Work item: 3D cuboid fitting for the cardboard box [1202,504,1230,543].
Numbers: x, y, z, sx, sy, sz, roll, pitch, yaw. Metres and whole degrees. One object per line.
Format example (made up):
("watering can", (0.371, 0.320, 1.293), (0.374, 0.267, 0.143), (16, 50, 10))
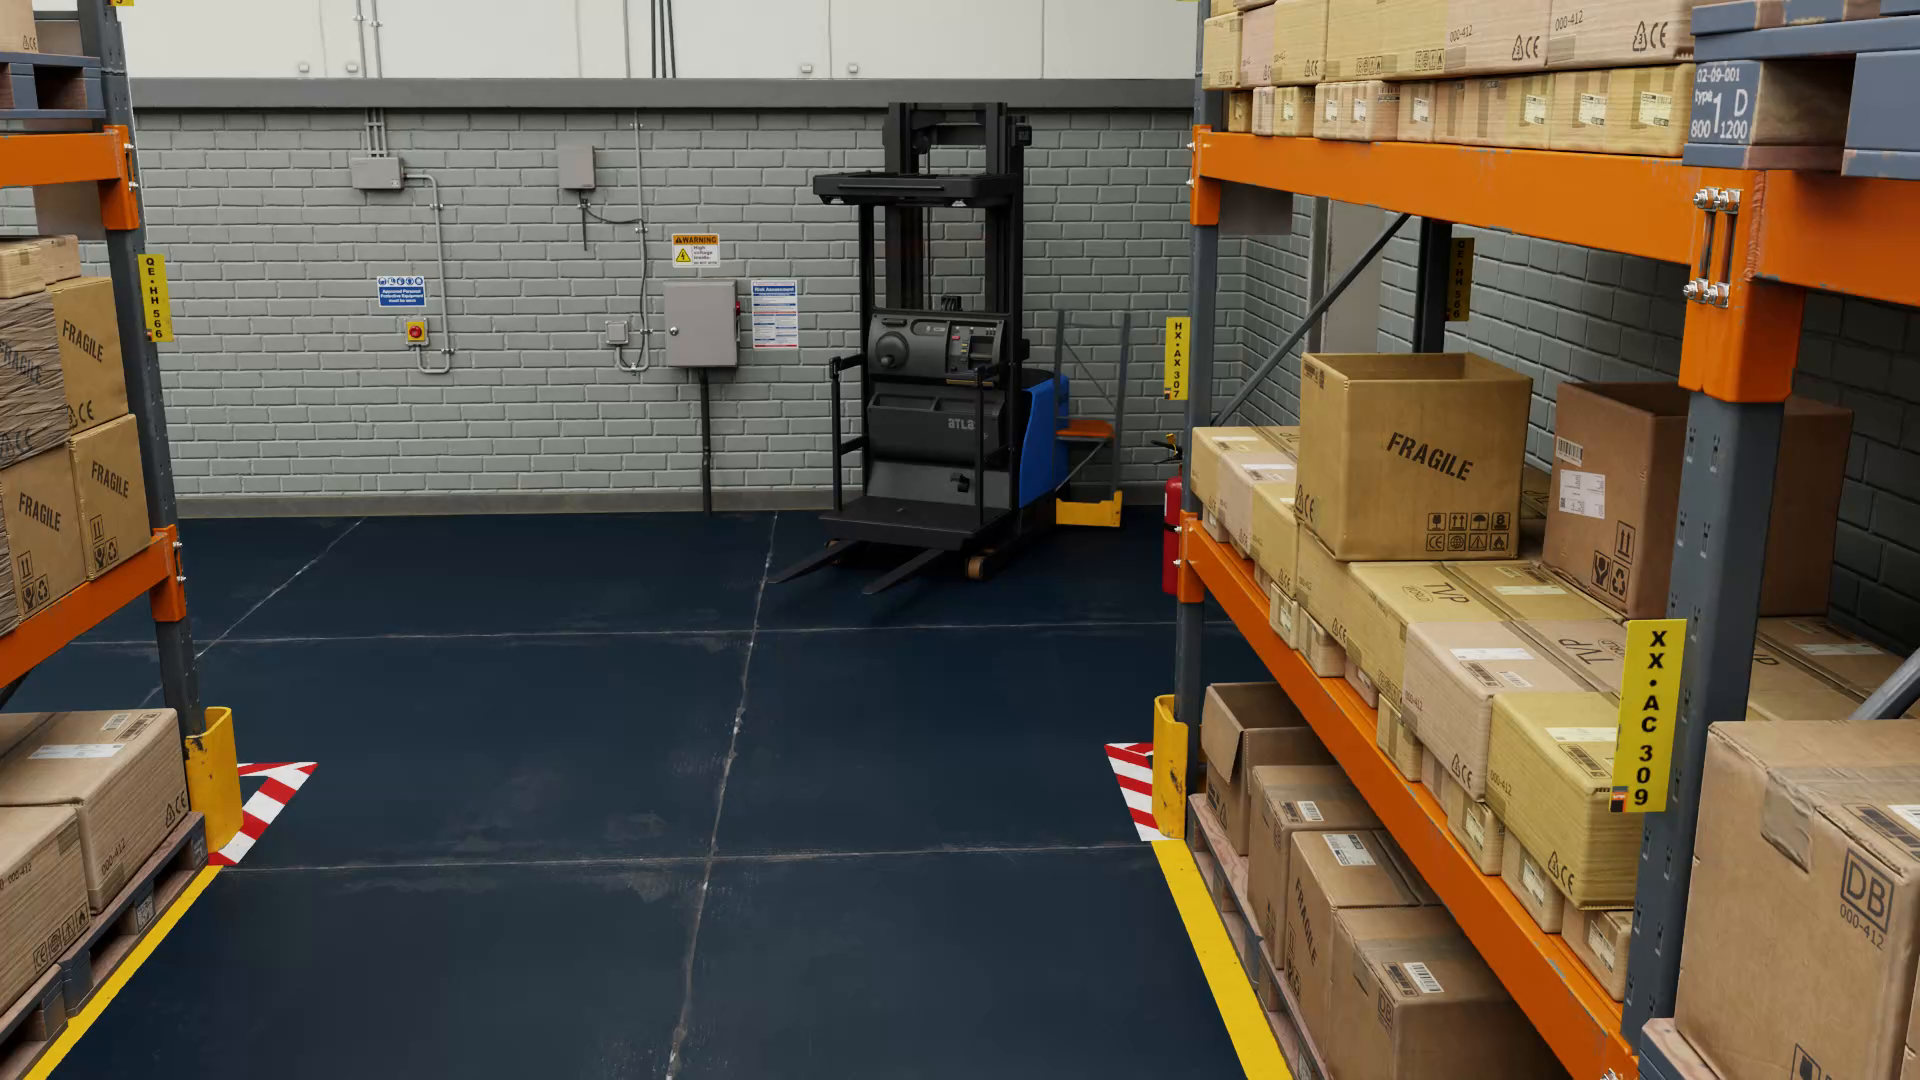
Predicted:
("cardboard box", (1.145, -0.094, 6.377), (0.380, 0.149, 0.250), (-1, 14, -4))

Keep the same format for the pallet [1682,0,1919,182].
("pallet", (1.616, -0.505, 1.828), (1.213, 0.211, 1.003), (-1, 14, -3))

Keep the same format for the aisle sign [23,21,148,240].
("aisle sign", (-3.251, -1.506, 6.143), (0.394, 0.787, 0.004), (-1, 14, -3))

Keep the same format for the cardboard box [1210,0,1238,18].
("cardboard box", (1.175, -1.954, 5.781), (0.500, 0.250, 0.500), (-1, 14, -4))

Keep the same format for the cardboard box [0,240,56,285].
("cardboard box", (-3.294, -0.922, 5.582), (0.380, 0.149, 0.250), (-1, 14, -2))

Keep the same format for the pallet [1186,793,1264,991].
("pallet", (1.453, 1.266, 6.183), (1.003, 0.211, 1.213), (-1, 14, -3))

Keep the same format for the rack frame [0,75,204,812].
("rack frame", (-3.556, -0.224, 6.378), (1.000, 3.000, 0.127), (-1, 14, -3))

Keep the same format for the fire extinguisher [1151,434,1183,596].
("fire extinguisher", (0.928, -0.113, 6.850), (0.296, 0.674, 0.183), (-1, 14, -3))

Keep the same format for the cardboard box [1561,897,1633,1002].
("cardboard box", (1.374, 0.739, 3.138), (0.380, 0.149, 0.250), (-1, 14, -3))

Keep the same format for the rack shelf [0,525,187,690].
("rack shelf", (-3.432, 0.622, 4.535), (1.077, 0.370, 4.000), (-1, 14, -3))

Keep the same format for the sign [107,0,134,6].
("sign", (-3.013, -2.072, 5.923), (0.100, 0.325, 0.005), (-1, 14, -3))

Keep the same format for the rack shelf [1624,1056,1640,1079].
("rack shelf", (1.770, 1.539, 0.970), (1.077, 0.370, 4.000), (-1, 14, -3))

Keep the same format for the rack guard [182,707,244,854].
("rack guard", (-3.557, 0.980, 6.713), (1.175, 0.500, 0.348), (-1, 14, -3))

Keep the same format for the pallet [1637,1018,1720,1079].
("pallet", (1.587, 0.986, 2.058), (1.003, 0.211, 1.213), (-1, 14, -3))

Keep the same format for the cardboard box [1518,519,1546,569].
("cardboard box", (1.781, 0.119, 4.750), (0.500, 0.250, 0.500), (-1, 14, -4))

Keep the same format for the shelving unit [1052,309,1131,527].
("shelving unit", (0.857, -0.948, 12.090), (0.587, 1.500, 1.083), (3, 12, -3))

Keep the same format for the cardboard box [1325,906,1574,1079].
("cardboard box", (1.420, 1.330, 4.510), (0.700, 0.500, 0.500), (-1, 14, -6))

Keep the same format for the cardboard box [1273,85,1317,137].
("cardboard box", (1.163, -1.293, 5.015), (0.380, 0.149, 0.250), (-1, 14, -4))

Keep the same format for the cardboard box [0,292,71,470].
("cardboard box", (-3.226, -0.511, 5.286), (0.500, 0.500, 0.500), (-1, 14, -3))

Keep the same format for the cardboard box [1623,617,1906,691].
("cardboard box", (1.847, 0.370, 3.774), (0.500, 0.250, 0.500), (-1, 14, -4))

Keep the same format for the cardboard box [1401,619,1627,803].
("cardboard box", (1.325, 0.374, 3.756), (0.500, 0.250, 0.500), (-1, 14, -3))

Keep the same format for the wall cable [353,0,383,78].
("wall cable", (-4.189, -4.540, 11.112), (0.463, 3.000, 0.029), (-1, 14, -3))

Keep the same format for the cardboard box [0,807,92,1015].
("cardboard box", (-3.350, 1.203, 5.129), (0.875, 0.438, 0.875), (0, 14, -2))

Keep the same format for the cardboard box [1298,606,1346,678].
("cardboard box", (1.212, 0.292, 4.875), (0.380, 0.149, 0.250), (-1, 14, -2))

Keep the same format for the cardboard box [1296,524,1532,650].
("cardboard box", (1.277, 0.122, 4.737), (0.500, 0.250, 0.500), (-1, 14, -5))

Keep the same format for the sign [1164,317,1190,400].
("sign", (0.857, -0.713, 6.539), (0.100, 0.325, 0.005), (-1, 14, -3))

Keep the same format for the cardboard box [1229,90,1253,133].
("cardboard box", (1.186, -1.550, 6.015), (0.380, 0.149, 0.250), (-1, 14, -2))

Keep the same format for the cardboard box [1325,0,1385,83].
("cardboard box", (1.279, -1.330, 4.358), (0.500, 0.250, 0.500), (-1, 14, -4))

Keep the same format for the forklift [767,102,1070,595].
("forklift", (-0.238, -1.276, 10.603), (1.130, 2.935, 3.031), (6, 16, 22))

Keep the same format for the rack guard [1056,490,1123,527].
("rack guard", (0.844, -0.236, 11.728), (0.587, 0.250, 0.087), (3, 12, -3))

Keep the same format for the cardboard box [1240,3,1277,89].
("cardboard box", (1.205, -1.585, 5.352), (0.500, 0.250, 0.500), (-1, 14, -2))

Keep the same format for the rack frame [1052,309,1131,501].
("rack frame", (0.883, -0.843, 11.584), (0.500, 1.500, 0.032), (3, 12, -3))

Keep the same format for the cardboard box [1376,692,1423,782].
("cardboard box", (1.263, 0.482, 4.138), (0.380, 0.149, 0.250), (-1, 14, -4))

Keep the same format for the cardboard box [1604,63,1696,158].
("cardboard box", (1.329, -0.723, 2.801), (0.380, 0.149, 0.250), (-1, 14, -4))

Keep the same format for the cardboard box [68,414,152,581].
("cardboard box", (-3.262, -0.157, 5.916), (0.500, 0.500, 0.500), (-1, 14, -3))

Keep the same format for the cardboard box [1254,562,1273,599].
("cardboard box", (1.212, 0.097, 5.634), (0.380, 0.149, 0.250), (0, 14, -2))

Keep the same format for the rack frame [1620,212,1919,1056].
("rack frame", (1.646, 0.693, 2.813), (1.000, 3.000, 0.127), (-1, 14, -3))

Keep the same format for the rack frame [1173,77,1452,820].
("rack frame", (1.398, -0.302, 6.680), (1.000, 3.000, 0.127), (-1, 14, -3))

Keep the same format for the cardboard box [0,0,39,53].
("cardboard box", (-3.438, -1.746, 5.529), (0.500, 0.250, 0.500), (-2, 15, -9))

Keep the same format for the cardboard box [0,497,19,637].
("cardboard box", (-3.204, 0.096, 4.933), (0.500, 0.500, 0.500), (0, 14, -2))

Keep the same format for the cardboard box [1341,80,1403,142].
("cardboard box", (1.204, -1.105, 4.287), (0.380, 0.149, 0.250), (-1, 14, -2))

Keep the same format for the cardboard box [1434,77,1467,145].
("cardboard box", (1.311, -0.979, 3.795), (0.380, 0.149, 0.250), (0, 14, -2))

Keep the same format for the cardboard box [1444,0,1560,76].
("cardboard box", (1.324, -1.076, 3.374), (0.500, 0.250, 0.500), (-1, 14, -5))

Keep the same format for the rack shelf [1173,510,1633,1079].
("rack shelf", (1.522, 0.544, 4.836), (1.077, 0.370, 4.000), (-1, 14, -3))

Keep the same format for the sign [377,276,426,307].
("sign", (-3.980, -1.772, 11.850), (0.327, 0.218, 0.001), (-1, 14, -3))

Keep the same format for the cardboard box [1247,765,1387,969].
("cardboard box", (1.356, 1.072, 5.513), (0.700, 0.500, 0.500), (0, 14, -1))

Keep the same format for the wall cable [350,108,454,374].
("wall cable", (-3.928, -2.133, 11.697), (0.585, 1.953, 0.123), (-1, 14, -3))

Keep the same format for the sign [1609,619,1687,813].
("sign", (1.105, 0.284, 2.666), (0.100, 0.325, 0.005), (-1, 14, -3))

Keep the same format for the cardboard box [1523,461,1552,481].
("cardboard box", (1.722, -0.135, 5.734), (0.500, 0.250, 0.500), (-1, 14, -3))

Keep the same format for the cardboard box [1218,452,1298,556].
("cardboard box", (1.189, -0.131, 5.719), (0.500, 0.250, 0.500), (-1, 14, -3))

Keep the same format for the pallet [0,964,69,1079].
("pallet", (-3.356, 1.627, 4.781), (1.003, 0.211, 1.213), (-1, 14, -3))

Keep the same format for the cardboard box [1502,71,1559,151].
("cardboard box", (1.309, -0.851, 3.298), (0.380, 0.149, 0.250), (0, 14, -2))

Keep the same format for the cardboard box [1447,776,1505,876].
("cardboard box", (1.296, 0.611, 3.638), (0.380, 0.149, 0.250), (-1, 14, -2))

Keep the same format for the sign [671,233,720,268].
("sign", (-1.891, -2.073, 11.906), (0.339, 0.242, 0.001), (-1, 14, -3))

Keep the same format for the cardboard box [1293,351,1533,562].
("cardboard box", (1.251, -0.246, 4.663), (0.500, 0.500, 0.500), (-1, 14, -2))
